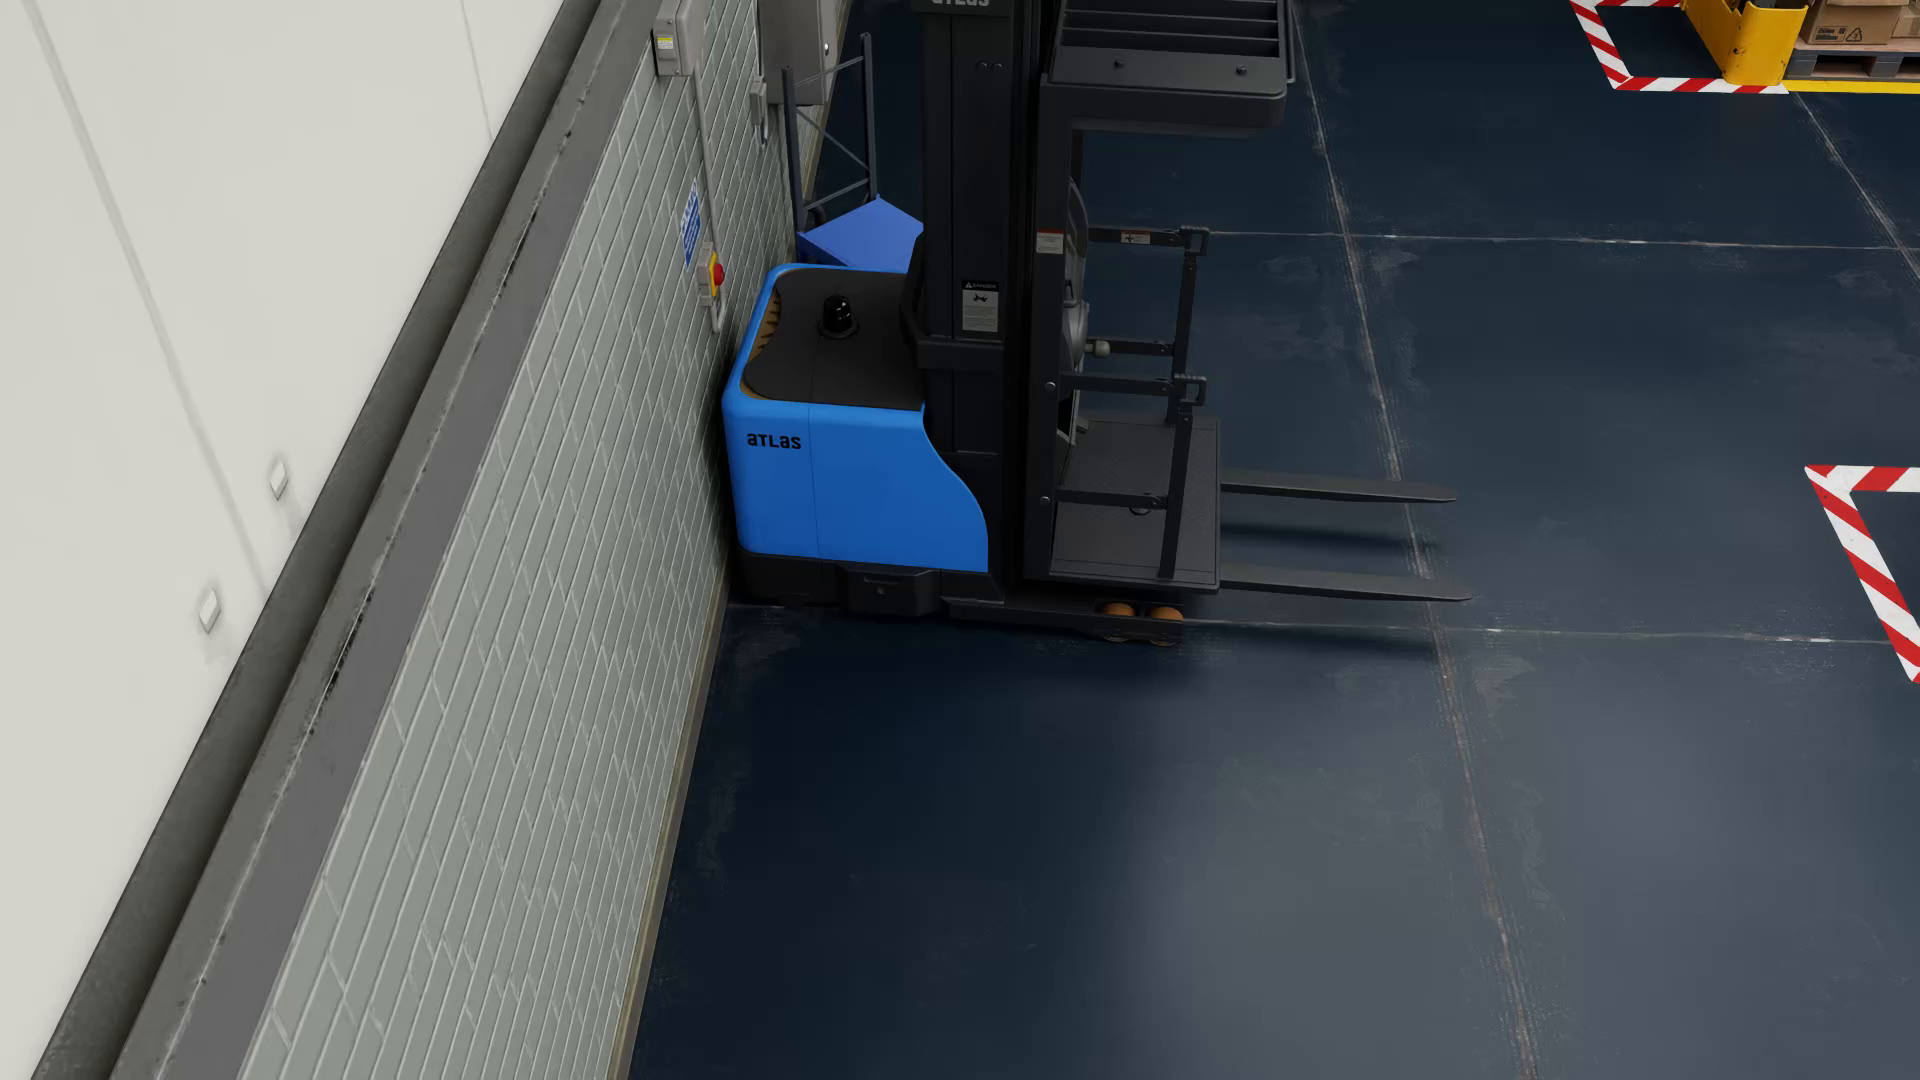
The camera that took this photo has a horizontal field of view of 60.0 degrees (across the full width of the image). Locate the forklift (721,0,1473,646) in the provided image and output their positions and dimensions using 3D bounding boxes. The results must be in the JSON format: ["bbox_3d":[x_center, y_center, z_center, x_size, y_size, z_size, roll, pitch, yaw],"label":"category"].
[{"bbox_3d":[0.622,-1.022,6.282,3.031,2.935,1.130,5,43,5],"label":"forklift"}]

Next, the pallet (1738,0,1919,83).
[{"bbox_3d":[5.787,-3.286,10.708,1.213,0.211,1.003,2,43,2],"label":"pallet"}]

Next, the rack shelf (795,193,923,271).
[{"bbox_3d":[-0.255,-1.276,7.868,0.538,0.185,1.000,-32,52,-30],"label":"rack shelf"}]

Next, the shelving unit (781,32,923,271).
[{"bbox_3d":[-0.255,-1.407,7.746,0.538,1.500,1.048,-32,52,-30],"label":"shelving unit"}]

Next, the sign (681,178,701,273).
[{"bbox_3d":[-1.002,-1.177,6.201,0.001,0.218,0.327,2,43,2],"label":"sign"}]

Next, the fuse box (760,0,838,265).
[{"bbox_3d":[-0.699,-2.064,8.296,0.414,1.711,0.539,2,43,2],"label":"fuse box"}]

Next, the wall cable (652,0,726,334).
[{"bbox_3d":[-0.939,-1.493,5.969,0.123,1.953,0.585,2,43,2],"label":"wall cable"}]

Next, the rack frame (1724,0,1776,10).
[{"bbox_3d":[4.915,-4.332,9.785,0.127,3.000,1.000,2,43,2],"label":"rack frame"}]

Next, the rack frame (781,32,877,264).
[{"bbox_3d":[-0.602,-1.661,8.018,0.500,1.500,0.032,-32,52,-30],"label":"rack frame"}]

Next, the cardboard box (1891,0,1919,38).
[{"bbox_3d":[5.944,-3.320,10.482,0.250,0.149,0.380,0,43,0],"label":"cardboard box"}]

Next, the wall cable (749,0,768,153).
[{"bbox_3d":[-0.887,-2.447,7.017,0.122,1.984,0.588,2,43,2],"label":"wall cable"}]

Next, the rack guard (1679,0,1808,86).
[{"bbox_3d":[4.991,-3.416,10.635,0.348,0.500,1.175,2,43,2],"label":"rack guard"}]

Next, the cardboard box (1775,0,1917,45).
[{"bbox_3d":[5.522,-3.489,10.404,0.637,0.503,0.797,0,43,0],"label":"cardboard box"}]
